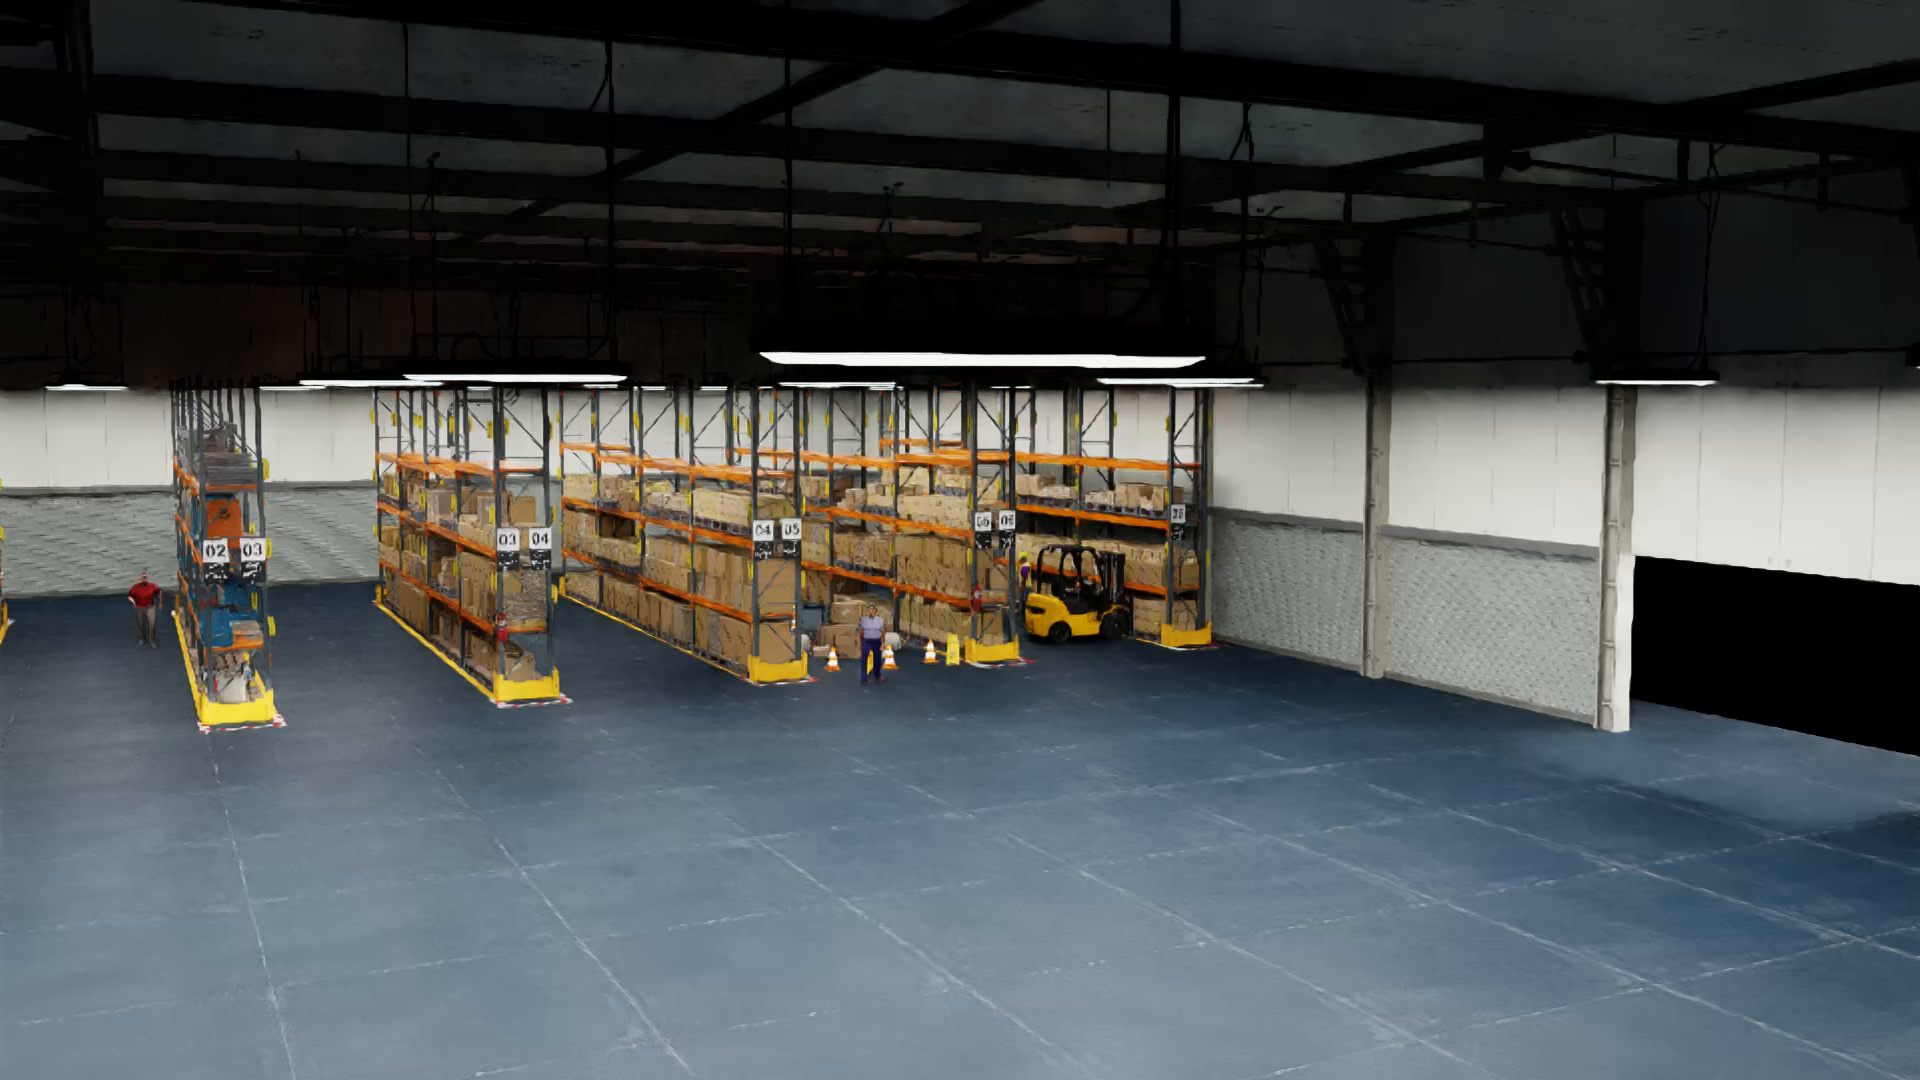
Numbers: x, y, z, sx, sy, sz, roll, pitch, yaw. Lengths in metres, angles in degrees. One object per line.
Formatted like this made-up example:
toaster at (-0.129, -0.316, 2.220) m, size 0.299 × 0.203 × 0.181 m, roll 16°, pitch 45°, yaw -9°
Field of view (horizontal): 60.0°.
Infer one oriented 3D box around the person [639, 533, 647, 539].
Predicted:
person at (-9.022, 0.644, 47.604) m, size 0.538 × 1.680 × 0.408 m, roll 3°, pitch 6°, yaw 32°

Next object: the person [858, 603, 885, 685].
person at (-1.729, 2.028, 32.627) m, size 0.522 × 1.594 × 0.939 m, roll 0°, pitch 5°, yaw -3°

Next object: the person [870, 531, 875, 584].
person at (-2.478, 0.515, 49.525) m, size 0.361 × 1.596 × 0.530 m, roll -2°, pitch 5°, yaw -20°

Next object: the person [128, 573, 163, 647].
person at (-18.395, 1.558, 37.552) m, size 0.686 × 1.666 × 0.867 m, roll -2°, pitch 5°, yaw -22°

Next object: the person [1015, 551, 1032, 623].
person at (1.570, 1.126, 41.308) m, size 0.561 × 1.700 × 0.676 m, roll 0°, pitch 5°, yaw -1°
